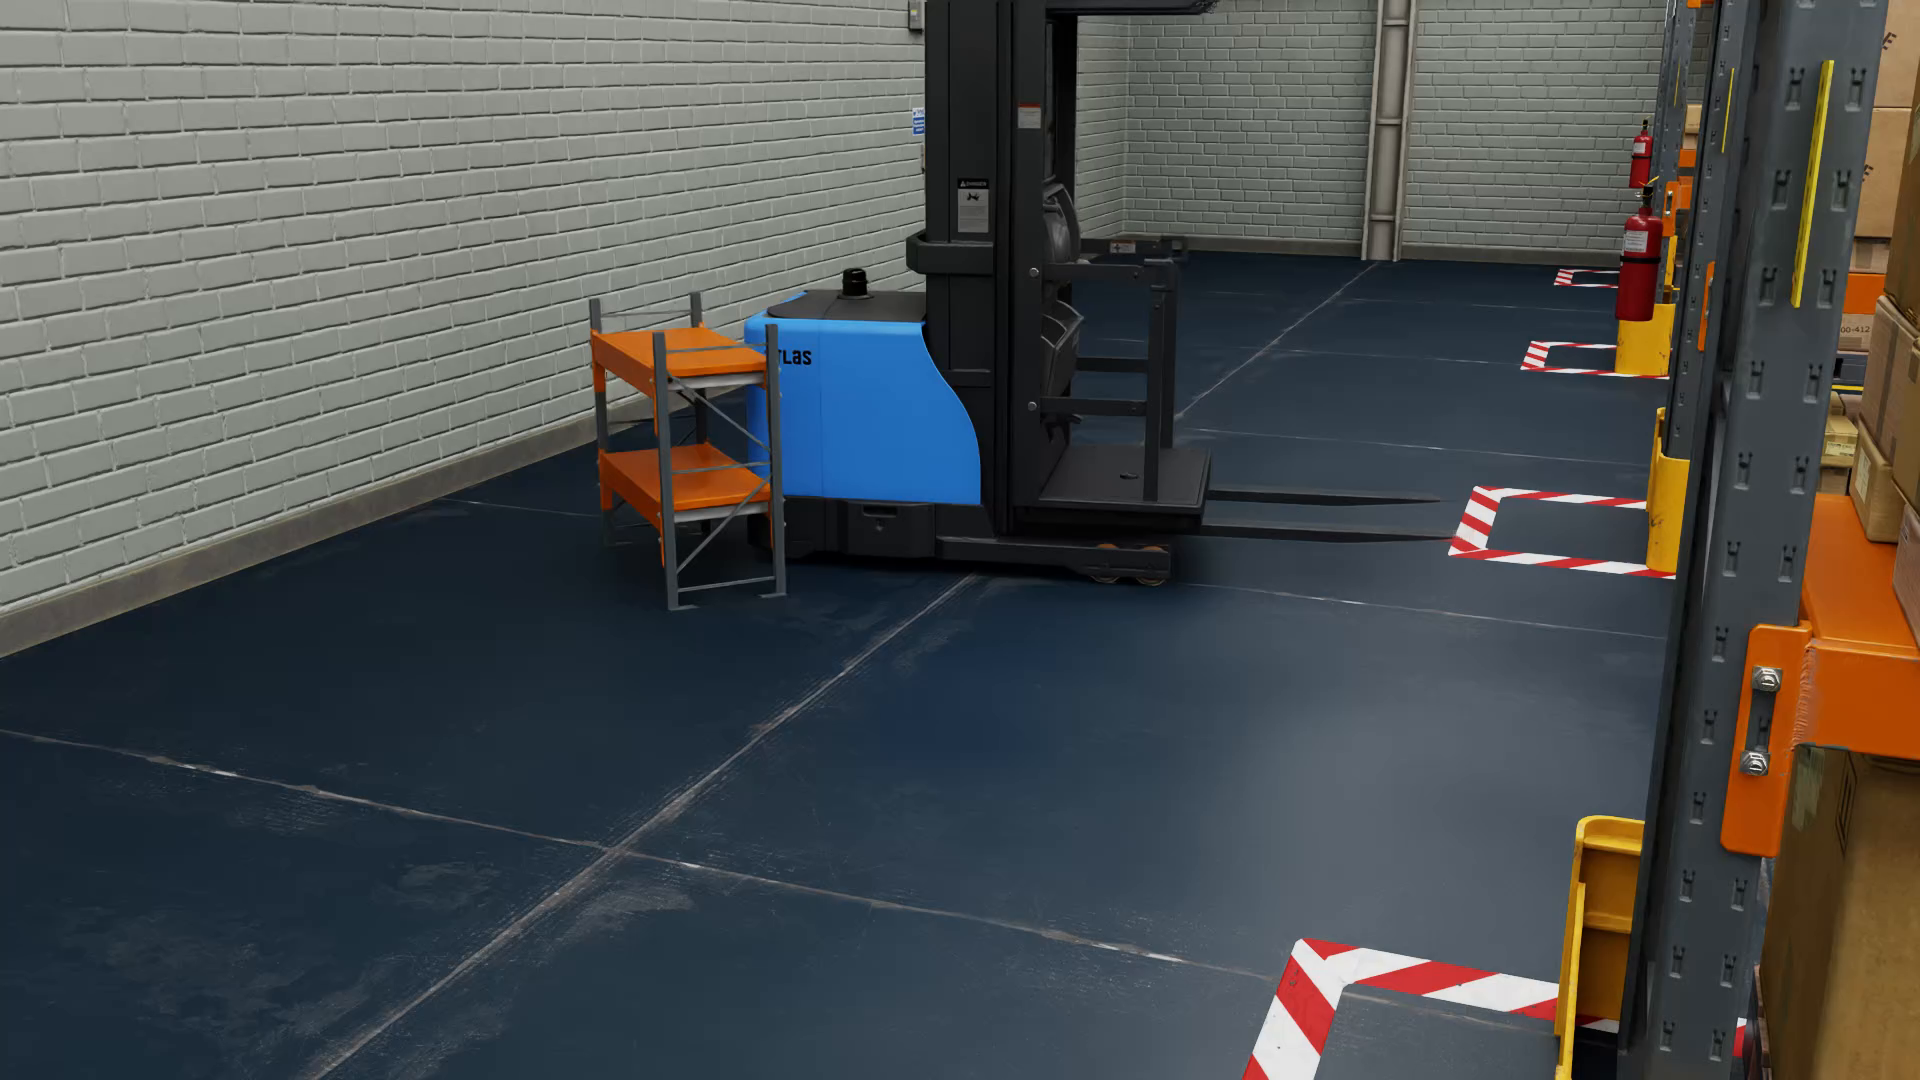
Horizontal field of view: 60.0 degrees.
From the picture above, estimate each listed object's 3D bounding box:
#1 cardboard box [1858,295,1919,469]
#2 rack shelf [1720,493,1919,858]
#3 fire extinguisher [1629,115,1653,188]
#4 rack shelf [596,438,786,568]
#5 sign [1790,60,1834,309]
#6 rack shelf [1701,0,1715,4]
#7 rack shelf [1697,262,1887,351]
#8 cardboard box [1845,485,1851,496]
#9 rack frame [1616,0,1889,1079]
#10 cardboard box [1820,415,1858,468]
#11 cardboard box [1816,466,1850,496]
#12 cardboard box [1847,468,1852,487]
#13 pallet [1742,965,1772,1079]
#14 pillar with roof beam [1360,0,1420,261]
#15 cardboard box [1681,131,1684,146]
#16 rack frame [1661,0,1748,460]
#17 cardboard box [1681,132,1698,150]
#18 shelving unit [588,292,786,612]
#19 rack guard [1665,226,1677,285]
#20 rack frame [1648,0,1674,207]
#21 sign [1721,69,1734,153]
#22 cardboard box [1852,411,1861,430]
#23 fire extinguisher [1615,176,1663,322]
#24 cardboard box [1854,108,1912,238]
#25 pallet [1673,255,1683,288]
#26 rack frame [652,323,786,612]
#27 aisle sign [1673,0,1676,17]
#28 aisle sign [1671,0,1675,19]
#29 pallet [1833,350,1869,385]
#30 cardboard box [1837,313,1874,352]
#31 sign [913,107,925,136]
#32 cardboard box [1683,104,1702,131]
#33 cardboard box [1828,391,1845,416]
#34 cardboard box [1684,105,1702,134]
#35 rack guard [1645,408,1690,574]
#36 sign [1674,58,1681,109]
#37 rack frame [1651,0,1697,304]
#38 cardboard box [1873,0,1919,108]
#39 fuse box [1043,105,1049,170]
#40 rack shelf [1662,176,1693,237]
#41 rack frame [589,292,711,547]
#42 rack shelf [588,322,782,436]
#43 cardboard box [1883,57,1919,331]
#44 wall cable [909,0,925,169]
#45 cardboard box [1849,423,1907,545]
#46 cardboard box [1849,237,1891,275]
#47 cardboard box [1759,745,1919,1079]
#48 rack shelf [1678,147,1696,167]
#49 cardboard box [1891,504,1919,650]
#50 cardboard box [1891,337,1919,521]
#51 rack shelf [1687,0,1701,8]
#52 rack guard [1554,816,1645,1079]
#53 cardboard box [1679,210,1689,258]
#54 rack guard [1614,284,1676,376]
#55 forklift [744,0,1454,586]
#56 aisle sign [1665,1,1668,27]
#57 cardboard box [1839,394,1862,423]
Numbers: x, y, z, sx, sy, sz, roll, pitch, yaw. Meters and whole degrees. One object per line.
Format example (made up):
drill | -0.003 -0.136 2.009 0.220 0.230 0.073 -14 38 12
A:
cardboard box | 1.917 -0.264 2.938 0.500 0.250 0.500 6 17 20
rack shelf | 3.229 0.376 2.287 4.000 0.370 1.077 6 17 21
fire extinguisher | 6.516 -3.711 15.883 0.183 0.674 0.296 6 17 21
rack shelf | -1.173 -0.179 7.149 0.538 0.278 1.000 -8 18 -25
sign | 1.160 -0.484 2.266 0.005 0.325 0.100 6 17 21
rack shelf | 8.683 -4.922 15.158 4.000 0.370 1.077 6 17 21
rack shelf | 5.143 -0.900 6.683 4.000 0.370 1.077 6 17 21
cardboard box | 3.926 -0.140 7.137 0.250 0.149 0.380 6 17 20
rack frame | 1.369 -0.174 2.892 0.127 3.000 1.000 6 17 21
cardboard box | 3.646 -0.426 7.055 0.250 0.149 0.380 5 17 18
cardboard box | 3.676 -0.305 7.171 0.250 0.149 0.380 7 18 23
cardboard box | 3.910 -0.262 7.024 0.250 0.149 0.380 6 17 20
pallet | 2.141 1.227 3.069 1.213 0.211 1.003 6 17 21
pillar with roof beam | 3.066 -6.306 13.254 0.400 9.000 9.100 6 17 21
cardboard box | 7.230 -3.947 16.339 0.250 0.149 0.380 6 17 20
rack frame | 3.283 -1.450 7.287 0.127 3.000 1.000 6 17 21
cardboard box | 7.028 -3.806 15.855 0.250 0.149 0.380 6 17 20
shelving unit | -1.173 -0.414 7.081 0.538 1.125 1.048 -8 18 -25
rack guard | 6.894 -2.823 16.503 0.348 0.500 1.175 6 17 21
rack frame | 6.823 -4.032 16.181 0.127 3.000 1.000 6 17 21
sign | 3.084 -1.725 6.682 0.005 0.325 0.100 6 17 21
cardboard box | 3.946 -0.429 7.065 0.250 0.149 0.380 7 17 22
fire extinguisher | 3.218 -1.379 7.851 0.183 0.674 0.296 6 17 21
cardboard box | 3.599 -1.523 6.827 0.500 0.500 0.500 7 18 23
pallet | 7.636 -2.603 16.263 1.213 0.211 1.003 6 17 21
rack frame | -0.953 -0.286 6.641 0.500 1.125 0.032 -8 18 -25
aisle sign | 4.832 -3.925 11.149 0.004 0.787 0.394 6 17 21
aisle sign | 5.052 -4.080 11.685 0.004 0.787 0.394 6 17 21
pallet | 5.778 -1.343 11.922 1.213 0.211 1.003 6 17 21
cardboard box | 6.510 -1.582 11.586 0.875 0.438 0.875 7 18 22
sign | -0.324 -3.438 13.652 0.001 0.218 0.327 6 17 21
cardboard box | 7.348 -4.124 16.235 0.500 0.250 0.500 7 18 22
cardboard box | 3.868 -0.580 7.583 0.250 0.149 0.380 6 17 21
cardboard box | 7.146 -3.986 15.760 0.500 0.250 0.500 6 17 21
rack guard | 3.354 -0.242 7.609 0.348 0.500 1.175 6 17 21
sign | 4.796 -3.054 11.120 0.005 0.325 0.100 6 17 21
rack frame | 5.005 -2.744 11.745 0.127 3.000 1.000 6 17 21
cardboard box | 3.603 -2.006 6.697 0.500 0.500 0.500 6 17 20
fuse box | 0.658 -3.226 15.716 0.414 1.711 0.539 6 17 21
rack shelf | 6.866 -2.194 11.141 4.000 0.370 1.077 6 17 21
rack frame | -1.393 -0.541 7.521 0.500 1.125 0.032 -8 18 -25
rack shelf | -1.173 -0.695 6.999 0.538 0.278 1.000 -8 18 -25
cardboard box | 1.919 -0.623 2.830 0.500 0.500 0.500 7 17 21
wall cable | -0.249 -3.818 13.565 0.123 1.953 0.585 6 17 21
cardboard box | 1.821 -0.102 3.096 0.250 0.149 0.380 7 17 22
cardboard box | 3.716 -1.196 6.863 0.250 0.149 0.380 7 18 23
cardboard box | 1.994 0.690 2.975 0.875 0.875 0.875 6 17 21
rack shelf | 8.683 -3.482 15.576 4.000 0.370 1.077 6 17 21
cardboard box | 1.578 0.069 2.507 0.250 0.149 0.380 6 17 21
cardboard box | 1.716 -0.125 2.461 0.500 0.250 0.500 6 17 19
rack shelf | 6.866 -3.634 10.722 4.000 0.370 1.077 6 17 21
rack guard | 1.347 1.024 3.249 0.348 0.500 1.175 6 17 21
cardboard box | 7.357 -2.947 16.170 0.637 0.503 0.797 6 17 18
rack guard | 4.983 -1.546 12.102 0.348 0.500 1.175 6 17 21
forklift | 0.626 -1.375 7.152 3.031 2.935 1.130 3 16 10
aisle sign | 6.652 -5.211 15.580 0.004 0.787 0.394 6 17 21
cardboard box | 4.081 -0.539 7.443 0.250 0.149 0.380 7 17 22
